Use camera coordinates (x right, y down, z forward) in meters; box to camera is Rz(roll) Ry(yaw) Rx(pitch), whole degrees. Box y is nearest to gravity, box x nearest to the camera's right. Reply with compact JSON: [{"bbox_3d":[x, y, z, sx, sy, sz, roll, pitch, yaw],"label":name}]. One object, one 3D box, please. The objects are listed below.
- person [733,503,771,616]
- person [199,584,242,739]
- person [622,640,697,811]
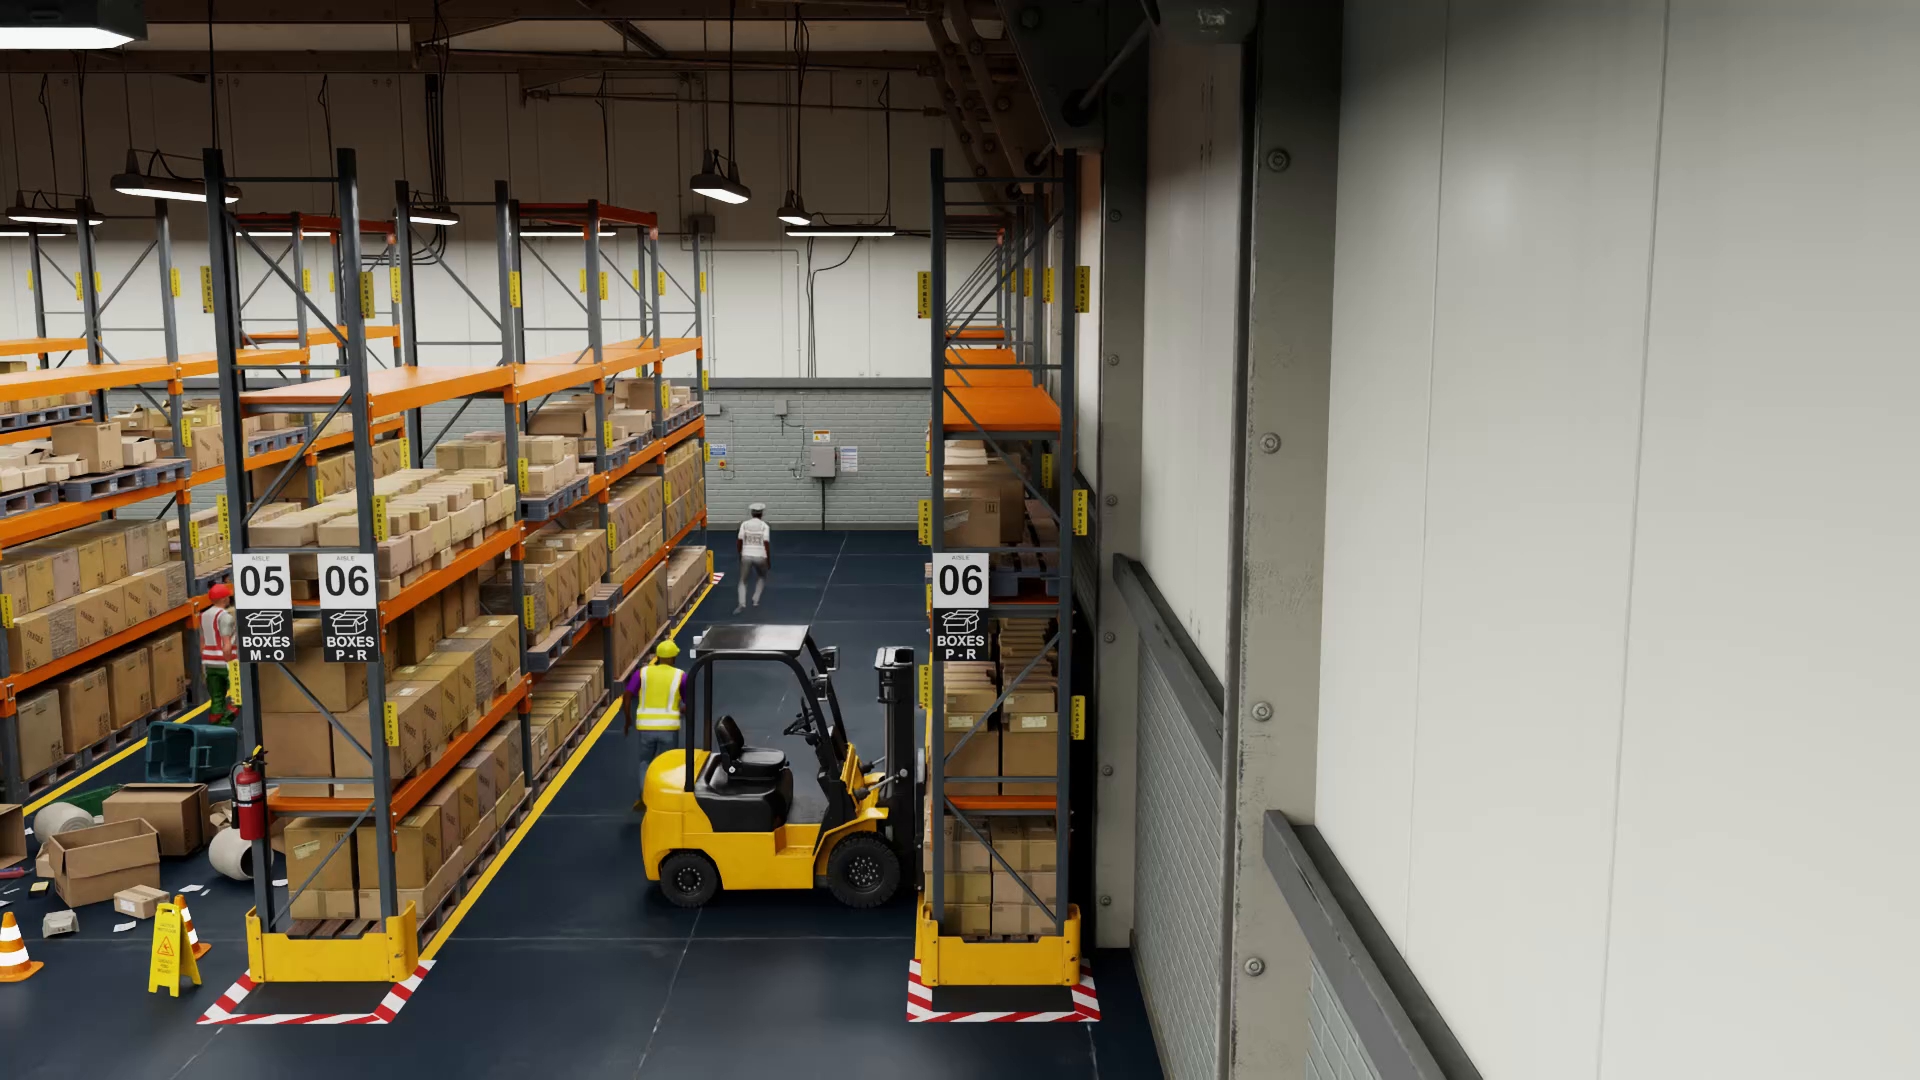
[{"bbox_3d":[-3.053,0.285,24.440,0.530,1.608,0.669,0,9,1],"label":"person"},{"bbox_3d":[-8.132,1.374,18.266,0.572,1.777,0.526,3,10,17],"label":"person"},{"bbox_3d":[-2.894,1.812,16.034,0.705,1.651,0.758,0,9,2],"label":"person"}]
